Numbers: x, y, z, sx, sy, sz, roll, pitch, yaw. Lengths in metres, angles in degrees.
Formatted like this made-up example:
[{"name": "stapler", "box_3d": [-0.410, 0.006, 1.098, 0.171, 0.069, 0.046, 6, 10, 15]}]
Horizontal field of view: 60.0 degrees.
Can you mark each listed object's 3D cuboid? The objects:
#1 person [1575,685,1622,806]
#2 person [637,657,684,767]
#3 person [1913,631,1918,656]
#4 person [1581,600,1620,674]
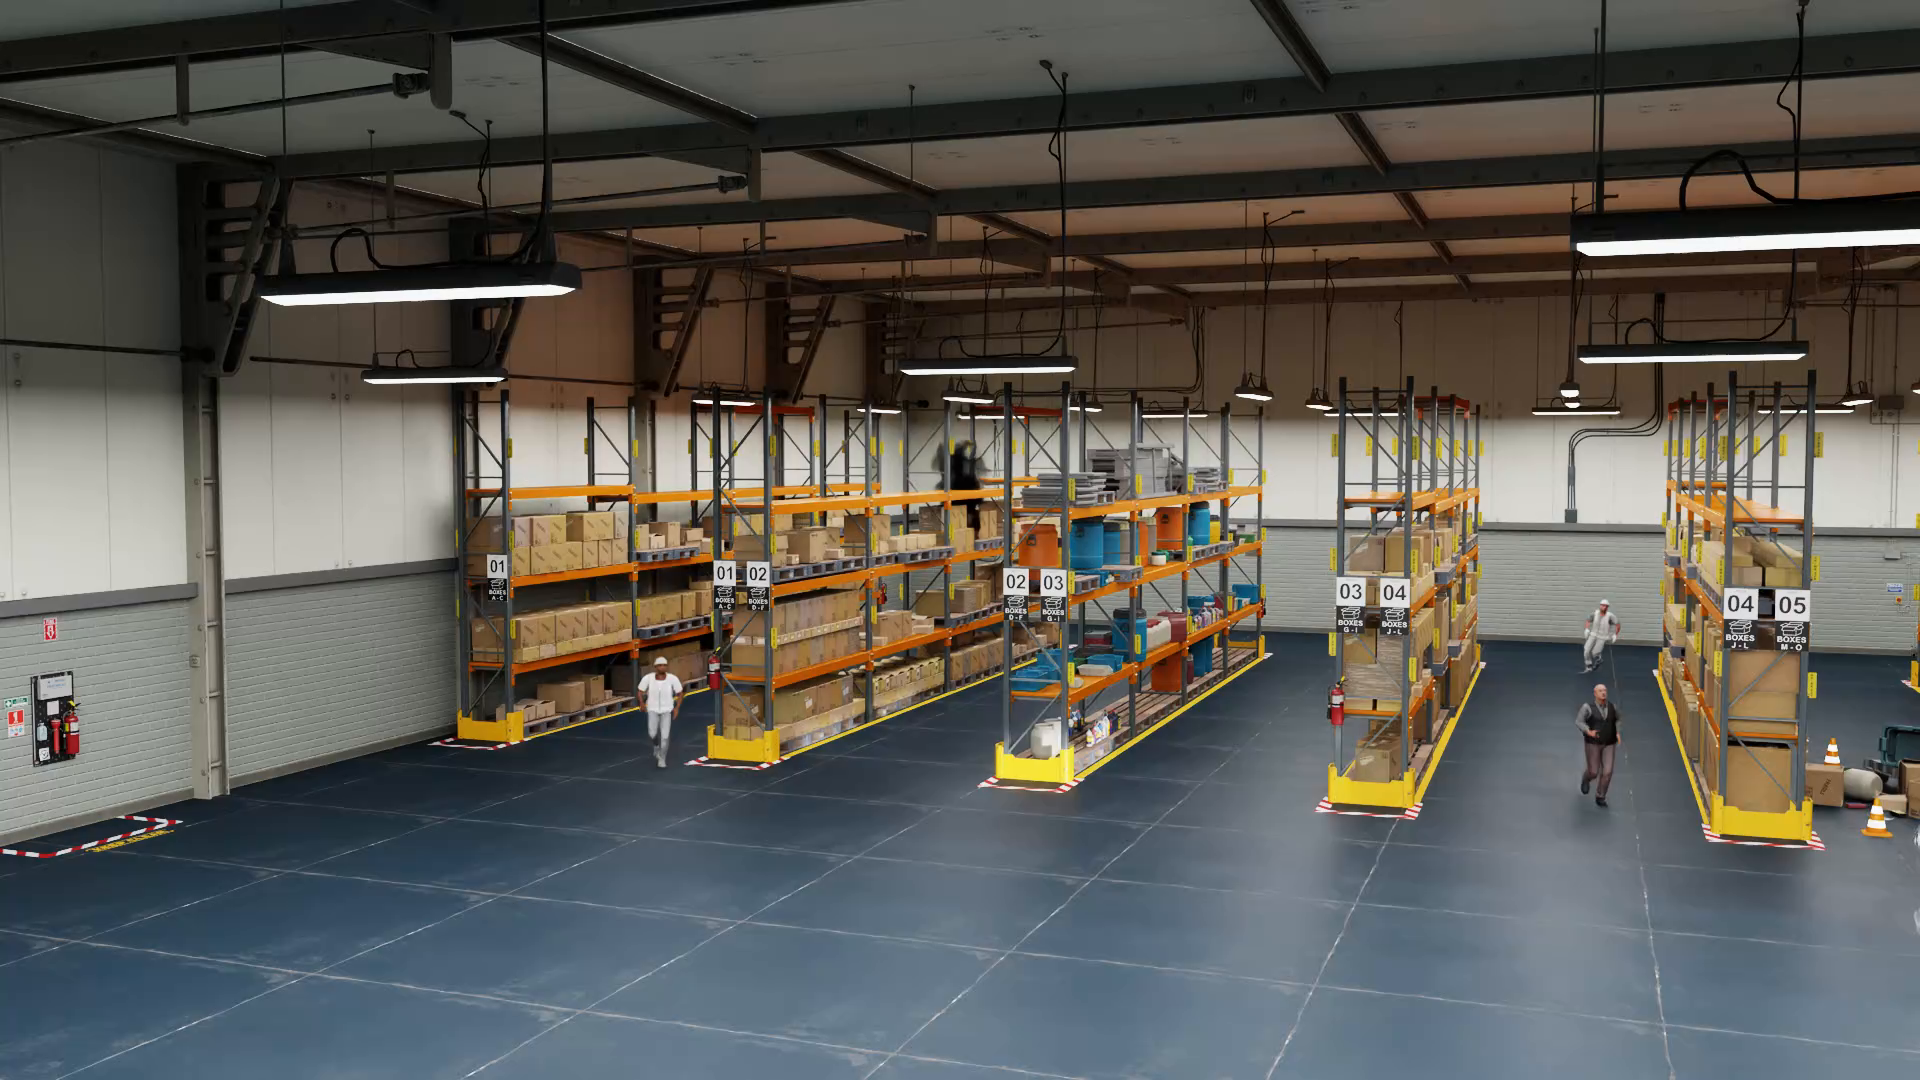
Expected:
[{"name": "person", "box_3d": [9.006, 2.869, 23.423, 0.660, 1.680, 0.658, 0, 3, 2]}, {"name": "person", "box_3d": [-4.722, 2.705, 26.194, 0.731, 1.728, 0.529, 0, 3, -7]}, {"name": "person", "box_3d": [21.007, 2.151, 36.034, 0.617, 1.711, 0.721, 2, 4, 34]}, {"name": "person", "box_3d": [14.127, 2.147, 36.692, 0.756, 1.687, 0.559, 3, 4, 43]}]
